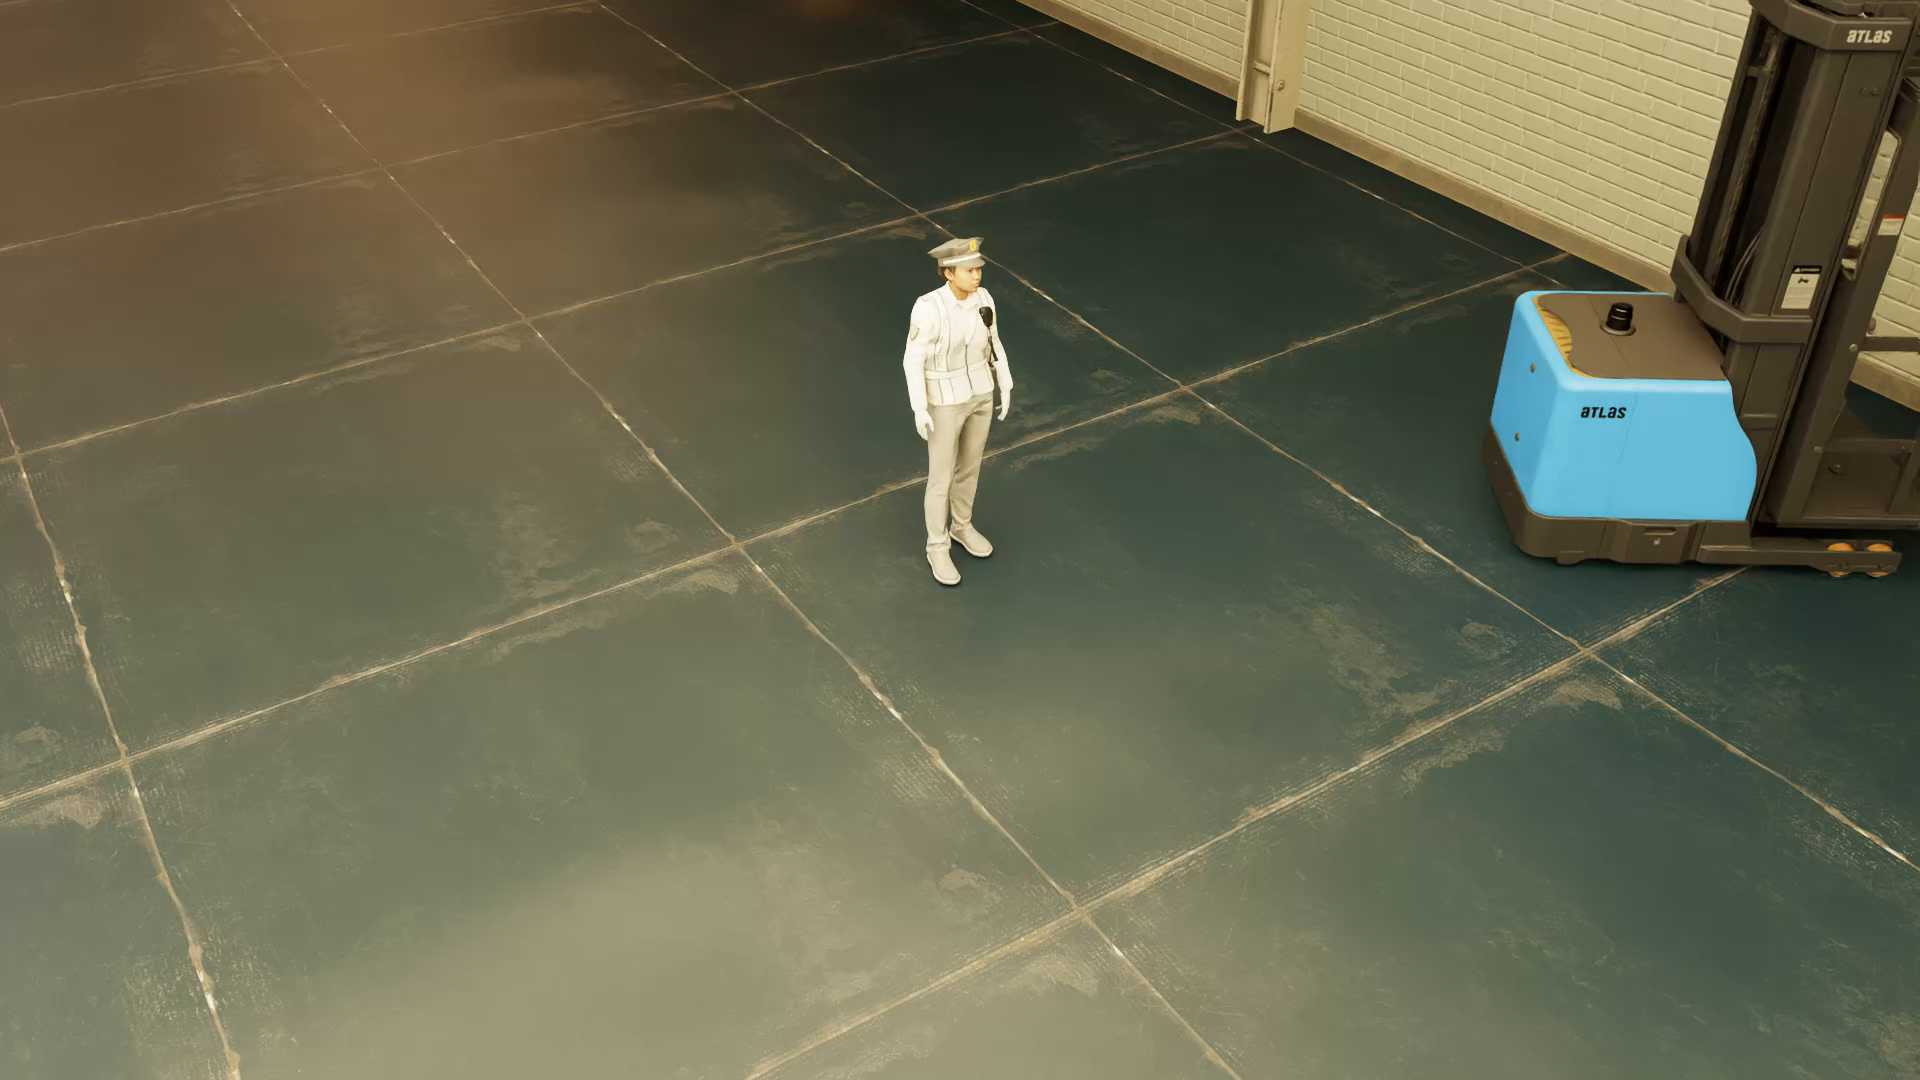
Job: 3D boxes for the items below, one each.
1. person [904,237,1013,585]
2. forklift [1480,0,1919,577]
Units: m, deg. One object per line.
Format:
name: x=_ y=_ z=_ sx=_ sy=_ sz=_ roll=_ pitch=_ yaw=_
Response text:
person: x=0.031 y=-0.664 z=8.155 sx=0.586 sy=1.694 sz=0.530 roll=-21 pitch=40 yaw=-27
forklift: x=4.385 y=-1.326 z=8.035 sx=3.031 sy=2.935 sz=1.130 roll=1 pitch=35 yaw=2
